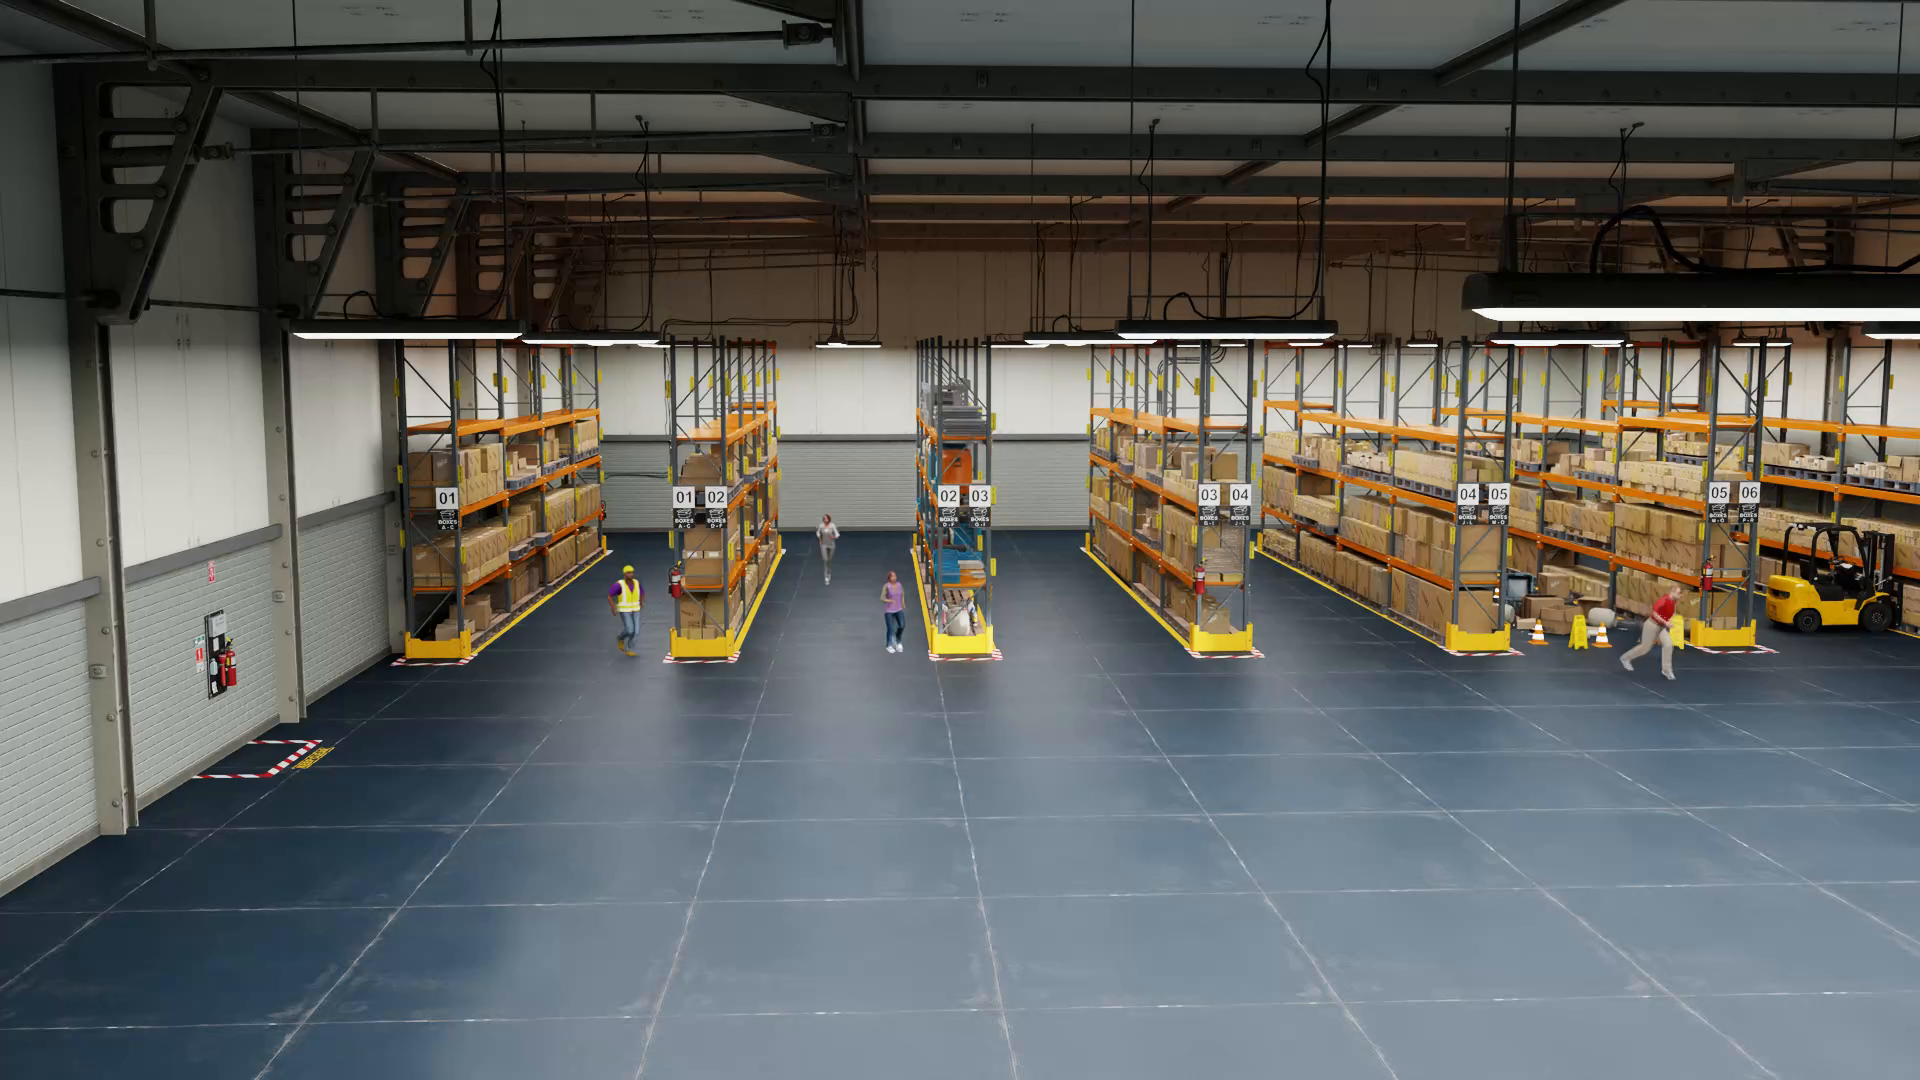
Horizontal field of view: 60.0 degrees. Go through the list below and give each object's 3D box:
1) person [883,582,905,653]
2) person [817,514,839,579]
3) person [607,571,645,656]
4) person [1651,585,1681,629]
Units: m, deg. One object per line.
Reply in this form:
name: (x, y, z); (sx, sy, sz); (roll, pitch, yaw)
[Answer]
person: (-1.256, 1.471, 31.483); (0.358, 1.366, 0.532); (-2, 7, -20)
person: (-3.103, 0.135, 39.155); (0.525, 1.515, 0.686); (-1, 7, -5)
person: (-6.193, 1.354, 31.170); (0.703, 1.681, 0.582); (-5, 8, -36)
person: (12.396, 1.206, 29.129); (0.467, 0.668, 0.703); (5, 8, 40)
